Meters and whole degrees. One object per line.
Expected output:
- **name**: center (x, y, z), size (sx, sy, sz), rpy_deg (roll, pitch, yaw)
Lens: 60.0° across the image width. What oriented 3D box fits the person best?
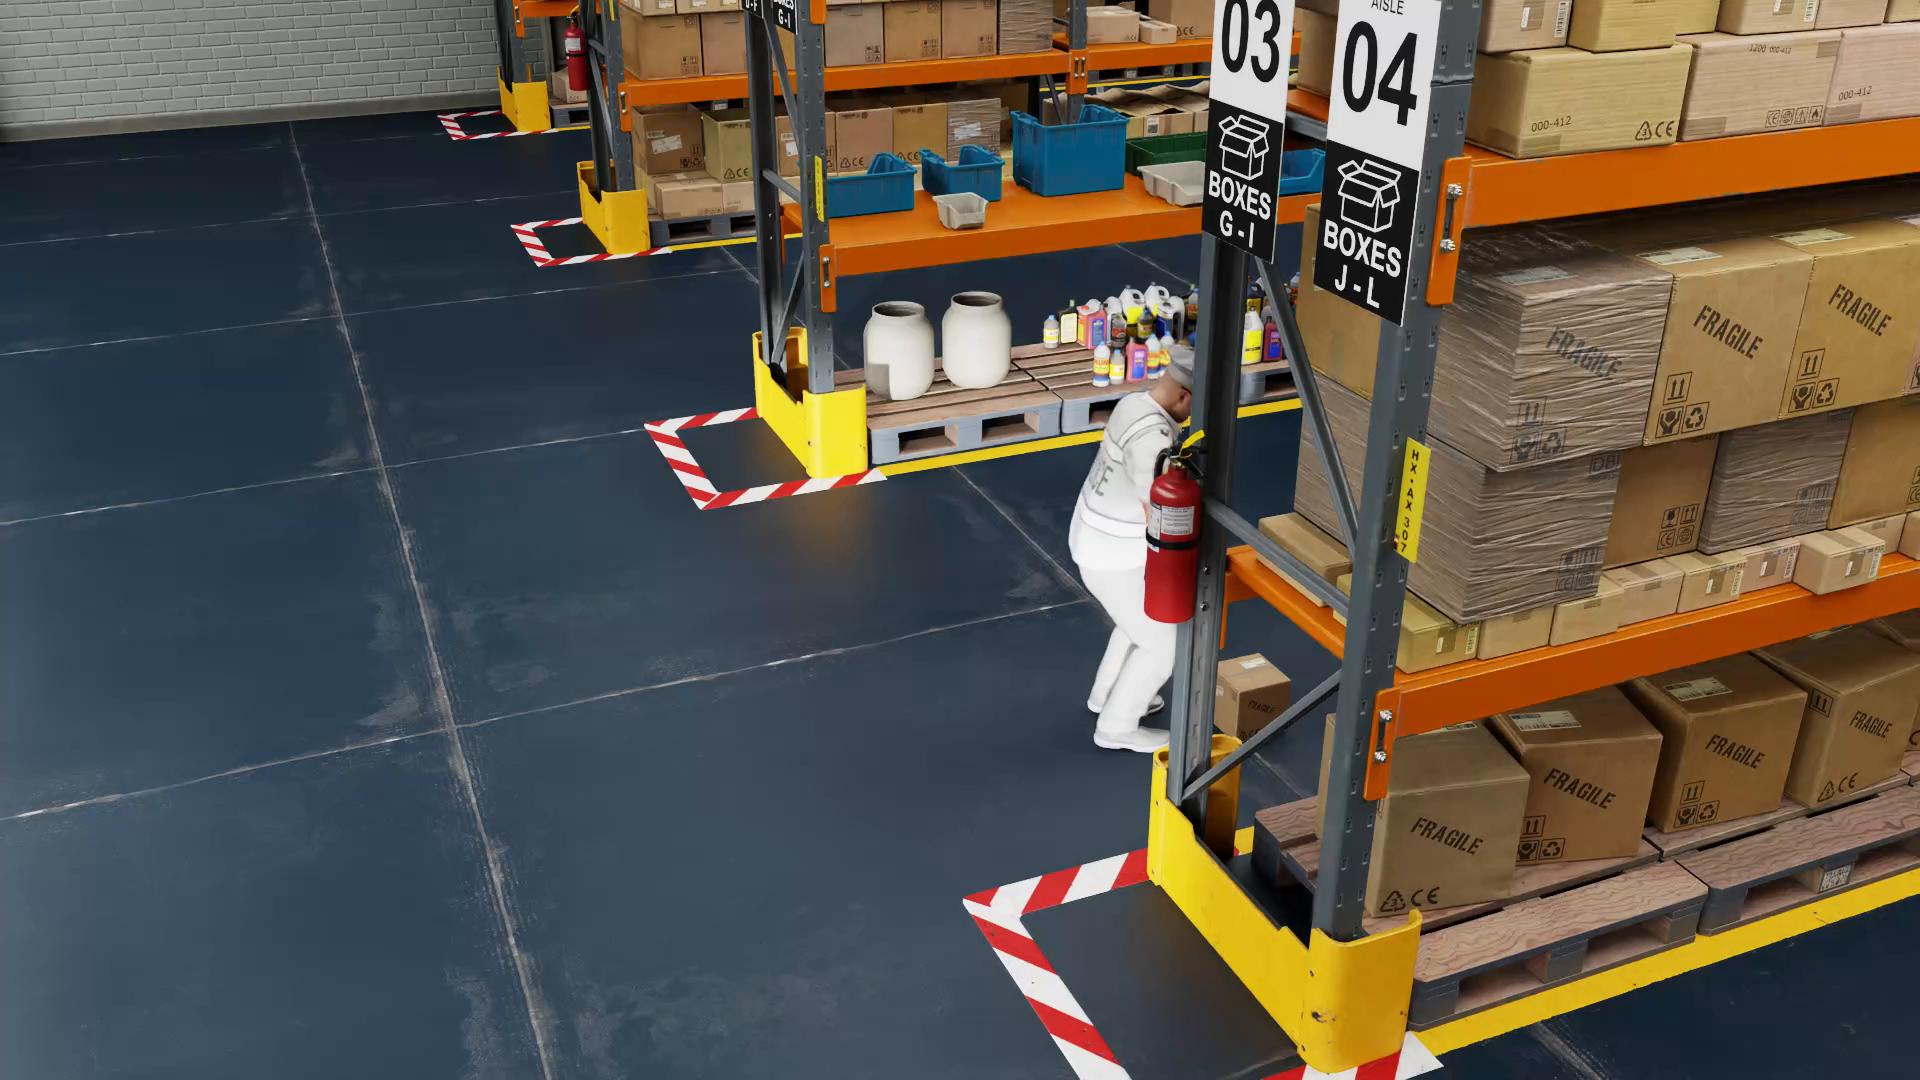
- **person**: center (0.732, 0.030, 6.674), size (0.581, 1.650, 0.571), rpy_deg (0, 26, -1)
